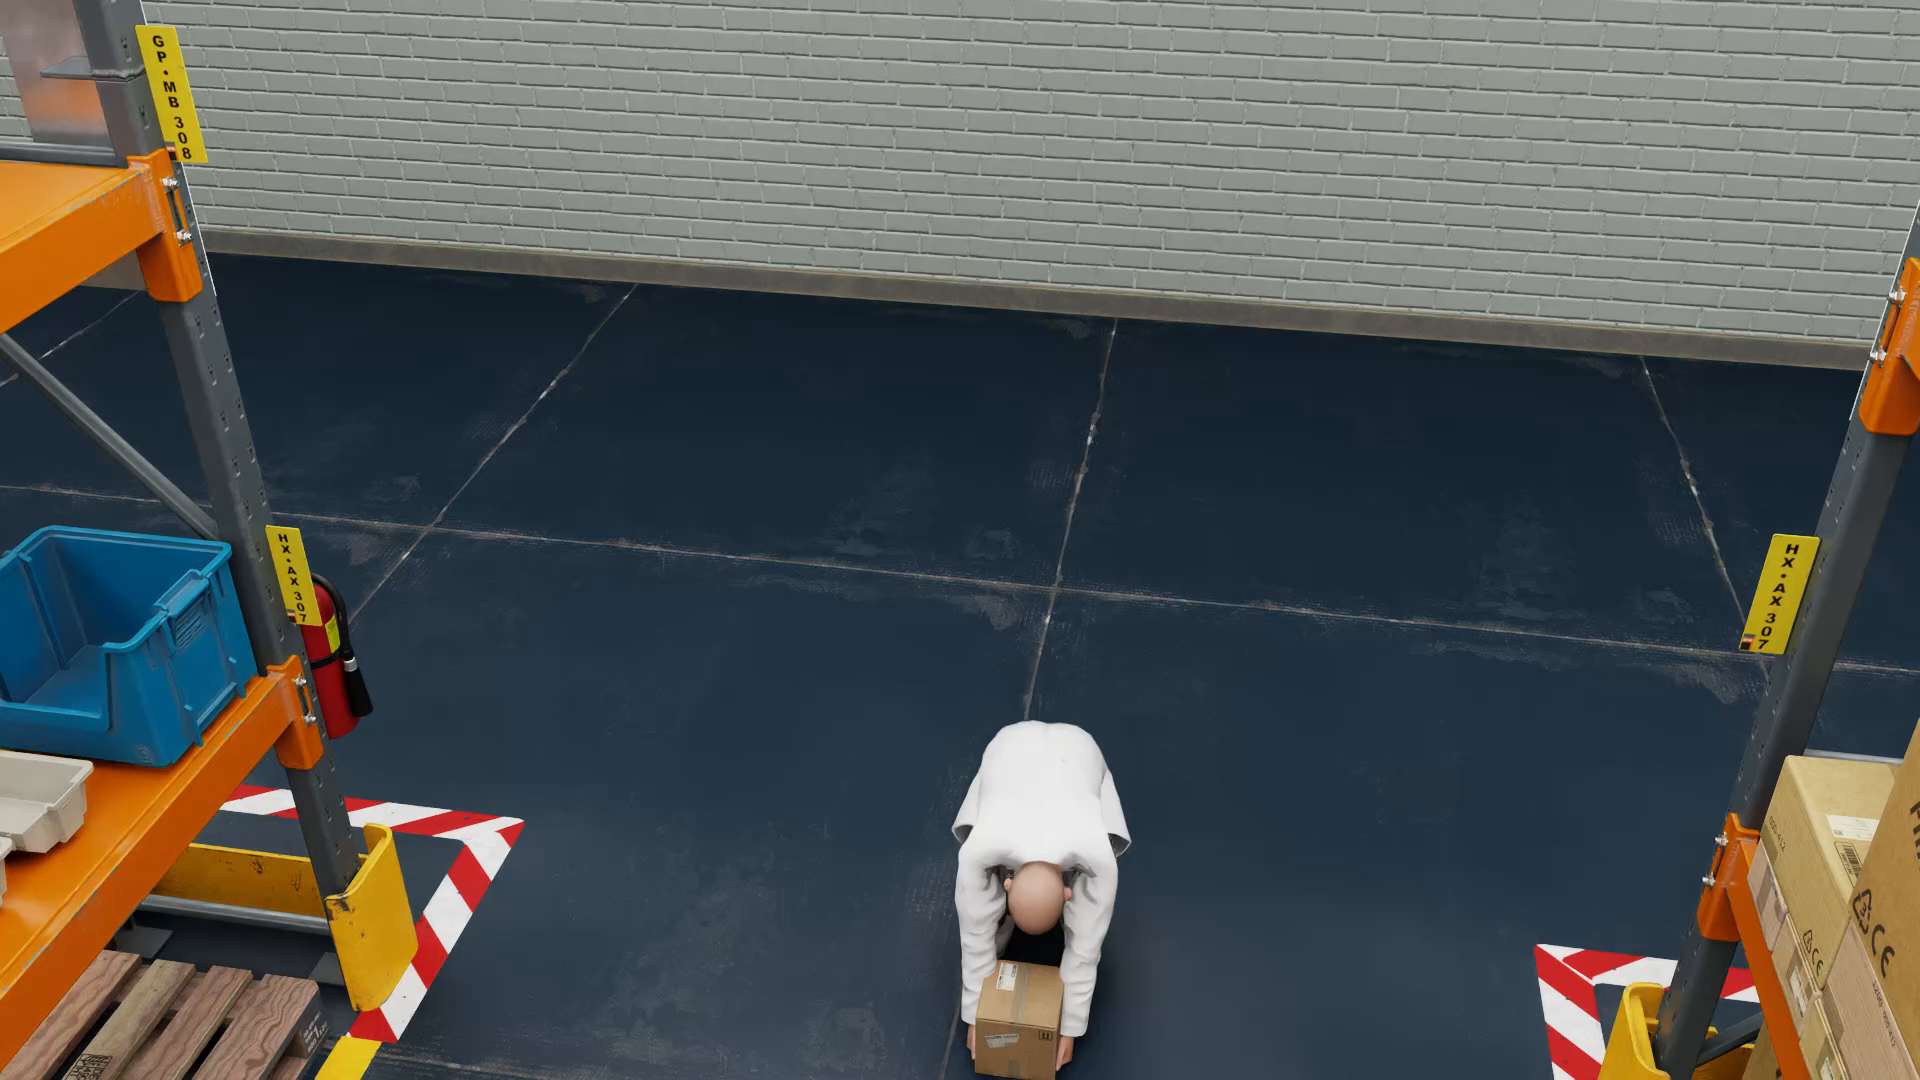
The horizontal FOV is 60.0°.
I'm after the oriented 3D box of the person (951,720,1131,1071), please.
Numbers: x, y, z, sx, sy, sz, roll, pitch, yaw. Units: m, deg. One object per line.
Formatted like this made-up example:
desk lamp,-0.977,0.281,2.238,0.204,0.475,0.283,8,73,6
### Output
person,0.248,1.083,5.342,0.582,0.836,0.950,4,32,7
